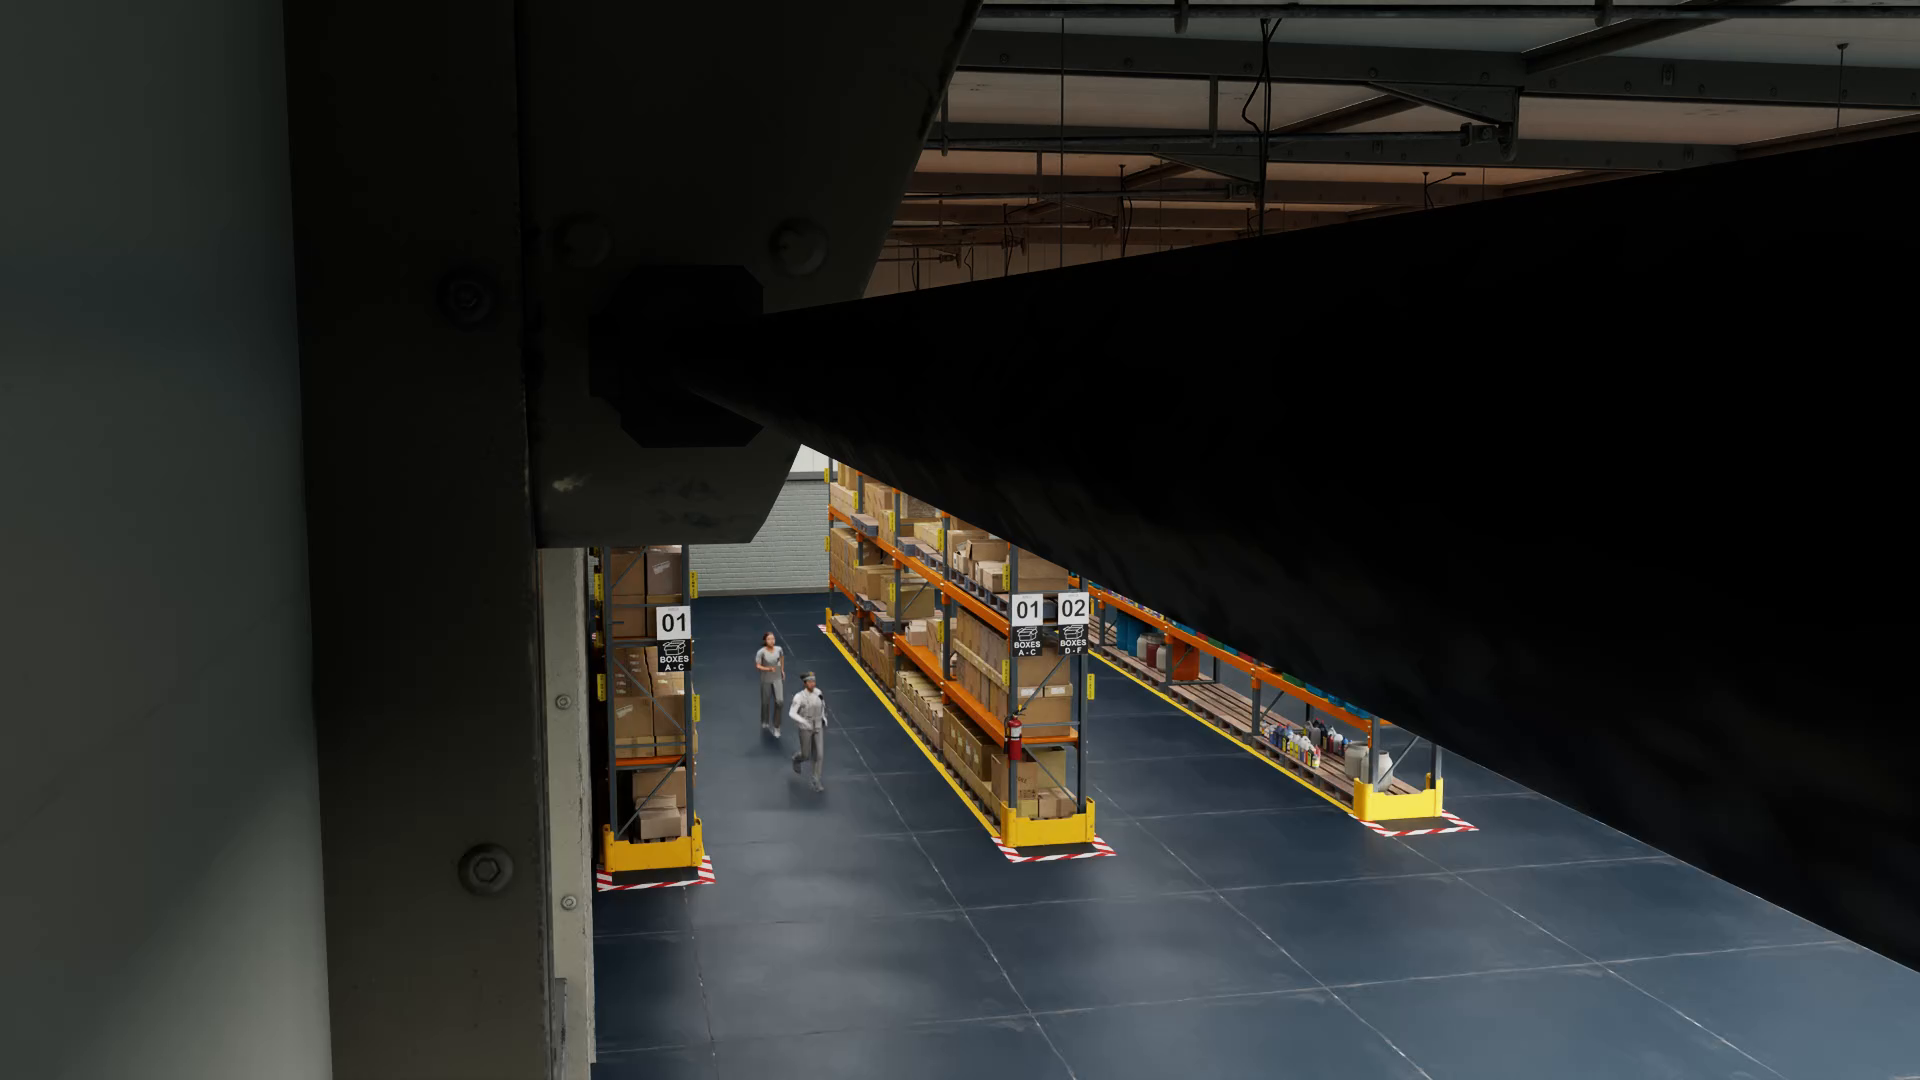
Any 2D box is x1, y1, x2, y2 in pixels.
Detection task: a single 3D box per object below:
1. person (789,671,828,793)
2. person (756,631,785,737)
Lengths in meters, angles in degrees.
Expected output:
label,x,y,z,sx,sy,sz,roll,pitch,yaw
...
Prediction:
label,x,y,z,sx,sy,sz,roll,pitch,yaw
person,-2.152,2.697,23.762,0.630,1.702,0.828,-4,8,-31
person,-3.061,2.317,26.889,0.516,1.712,0.817,-2,7,-18
